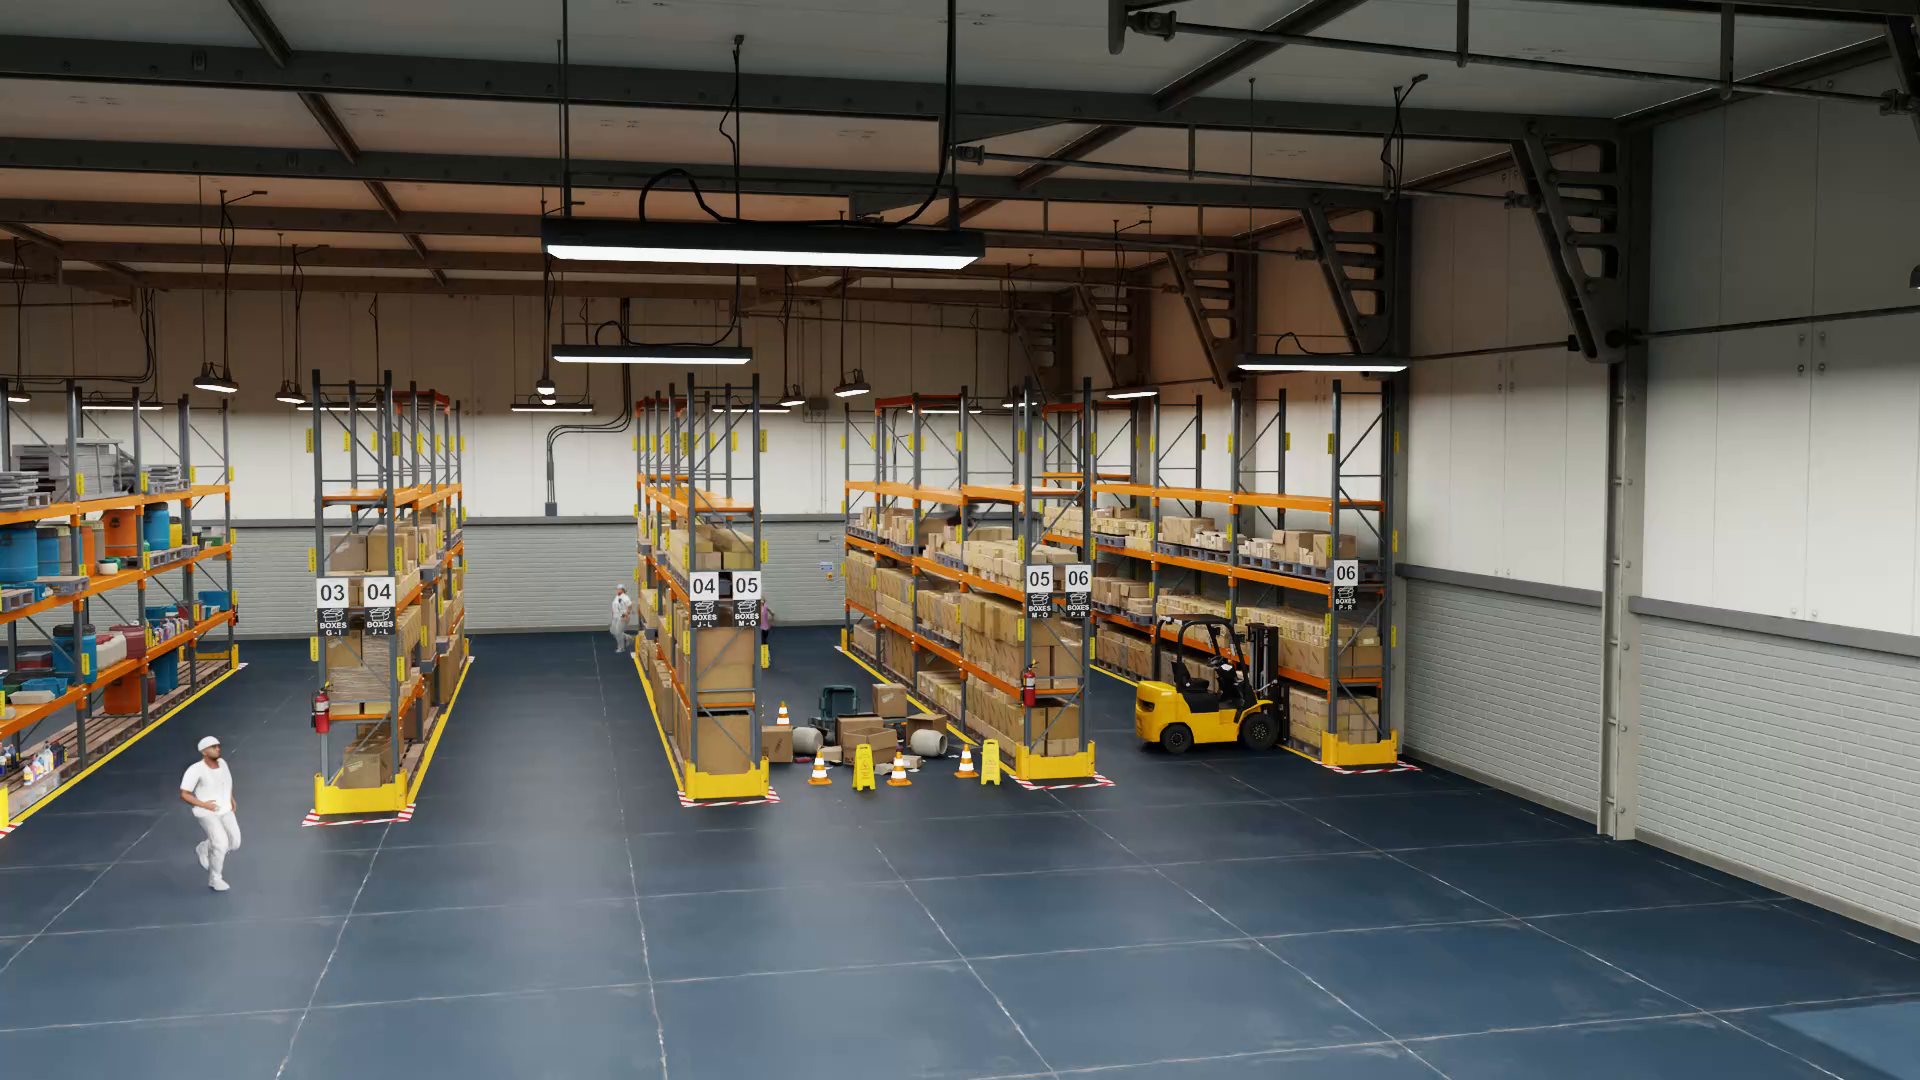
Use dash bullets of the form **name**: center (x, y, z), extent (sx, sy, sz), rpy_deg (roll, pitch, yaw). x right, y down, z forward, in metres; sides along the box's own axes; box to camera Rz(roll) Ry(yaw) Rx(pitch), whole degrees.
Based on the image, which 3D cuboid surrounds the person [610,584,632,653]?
- **person**: center (-8.150, 1.888, 40.120), extent (0.532, 1.640, 0.638), rpy_deg (-3, 4, -40)

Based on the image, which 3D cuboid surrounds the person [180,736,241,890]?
- **person**: center (-8.454, 3.064, 18.754), extent (0.584, 1.719, 0.747), rpy_deg (1, 3, 18)

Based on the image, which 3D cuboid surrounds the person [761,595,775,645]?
- **person**: center (-4.481, 2.035, 37.669), extent (0.523, 1.582, 0.704), rpy_deg (-1, 4, -21)
